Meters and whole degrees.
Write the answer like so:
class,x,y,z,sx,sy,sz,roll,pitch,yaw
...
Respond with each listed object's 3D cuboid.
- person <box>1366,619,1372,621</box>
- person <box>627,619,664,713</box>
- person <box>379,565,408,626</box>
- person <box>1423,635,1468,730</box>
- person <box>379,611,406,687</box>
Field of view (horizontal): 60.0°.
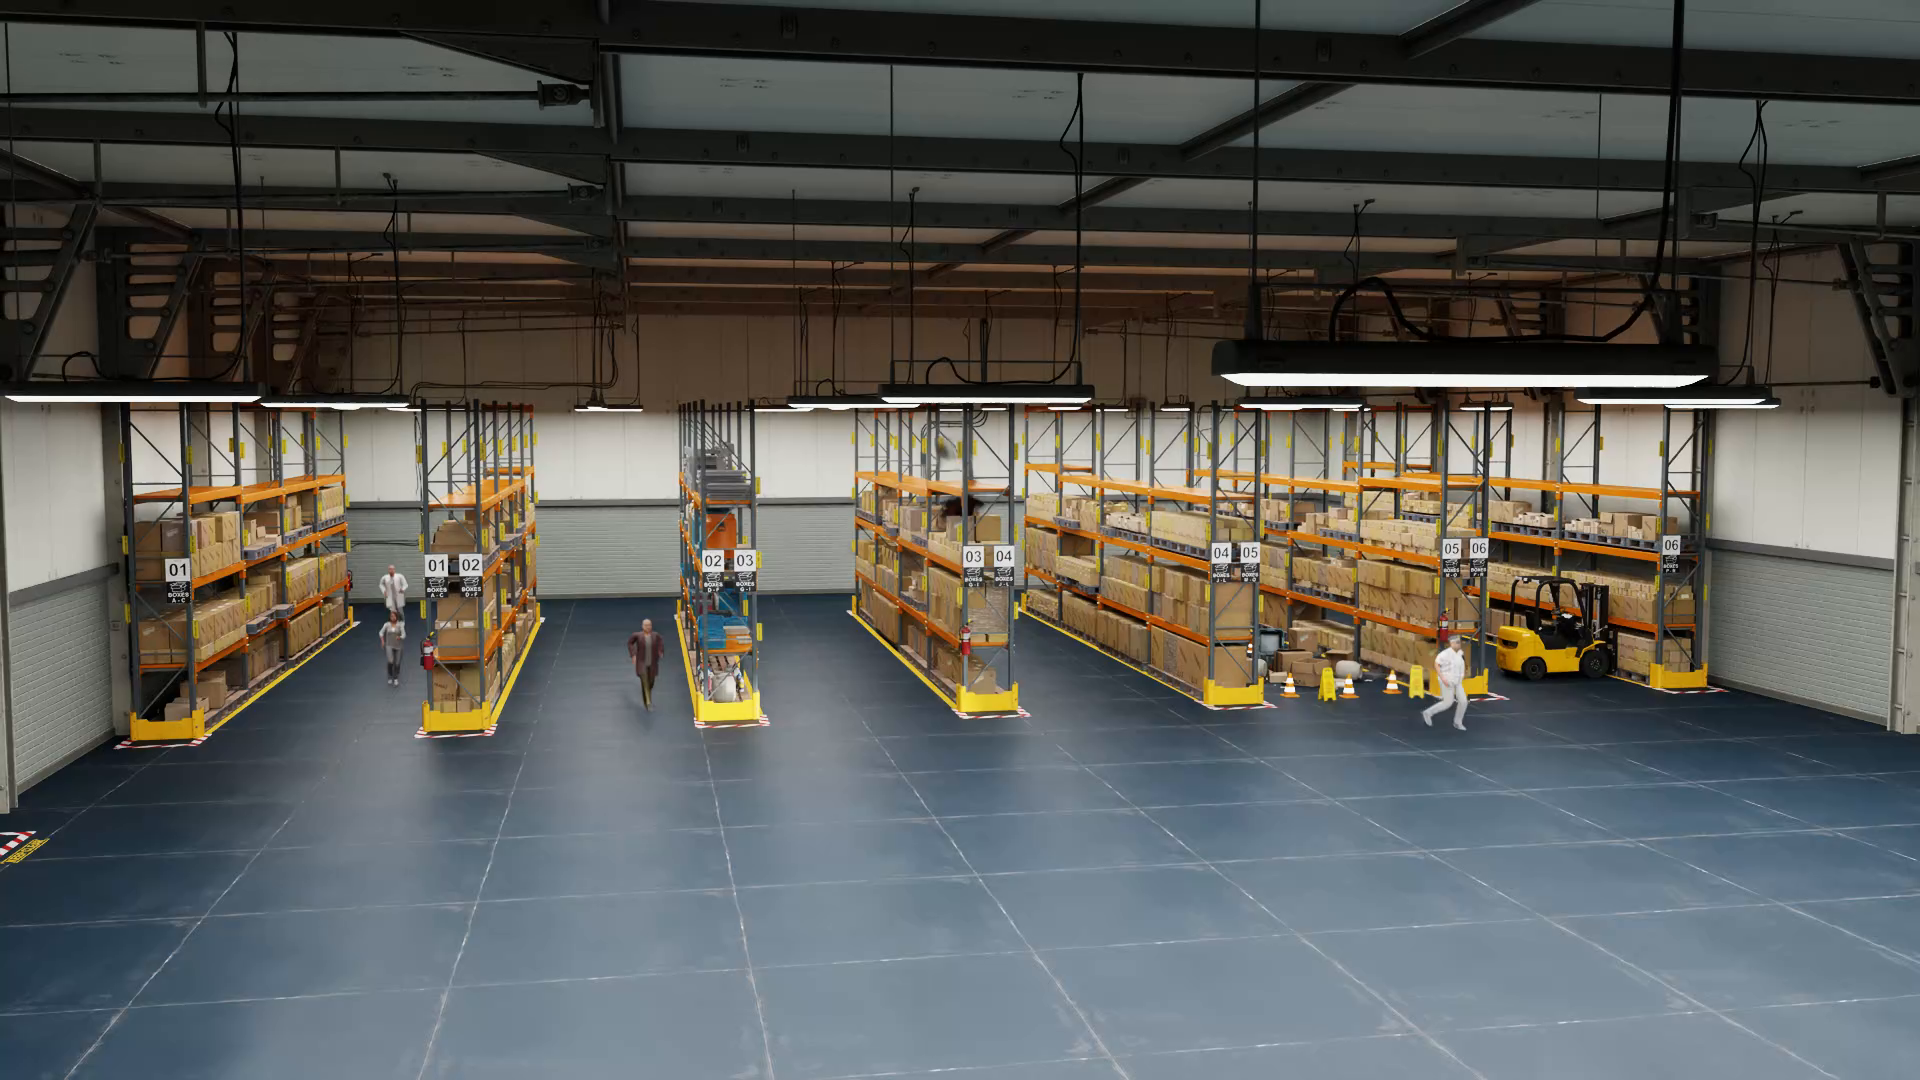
class,x,y,z,sx,sy,sz,roll,pitch,yaw
person,10.328,1.787,41.169,0.543,1.721,0.824,-1,5,-18
person,-6.106,2.409,32.329,0.687,1.775,1.006,-2,5,-23
person,-14.966,1.544,43.933,0.718,1.766,0.869,-1,4,-16
person,8.909,2.602,30.307,0.864,1.785,0.649,-3,6,-39
person,-11.886,2.290,34.880,0.506,1.592,0.662,-2,5,-24
